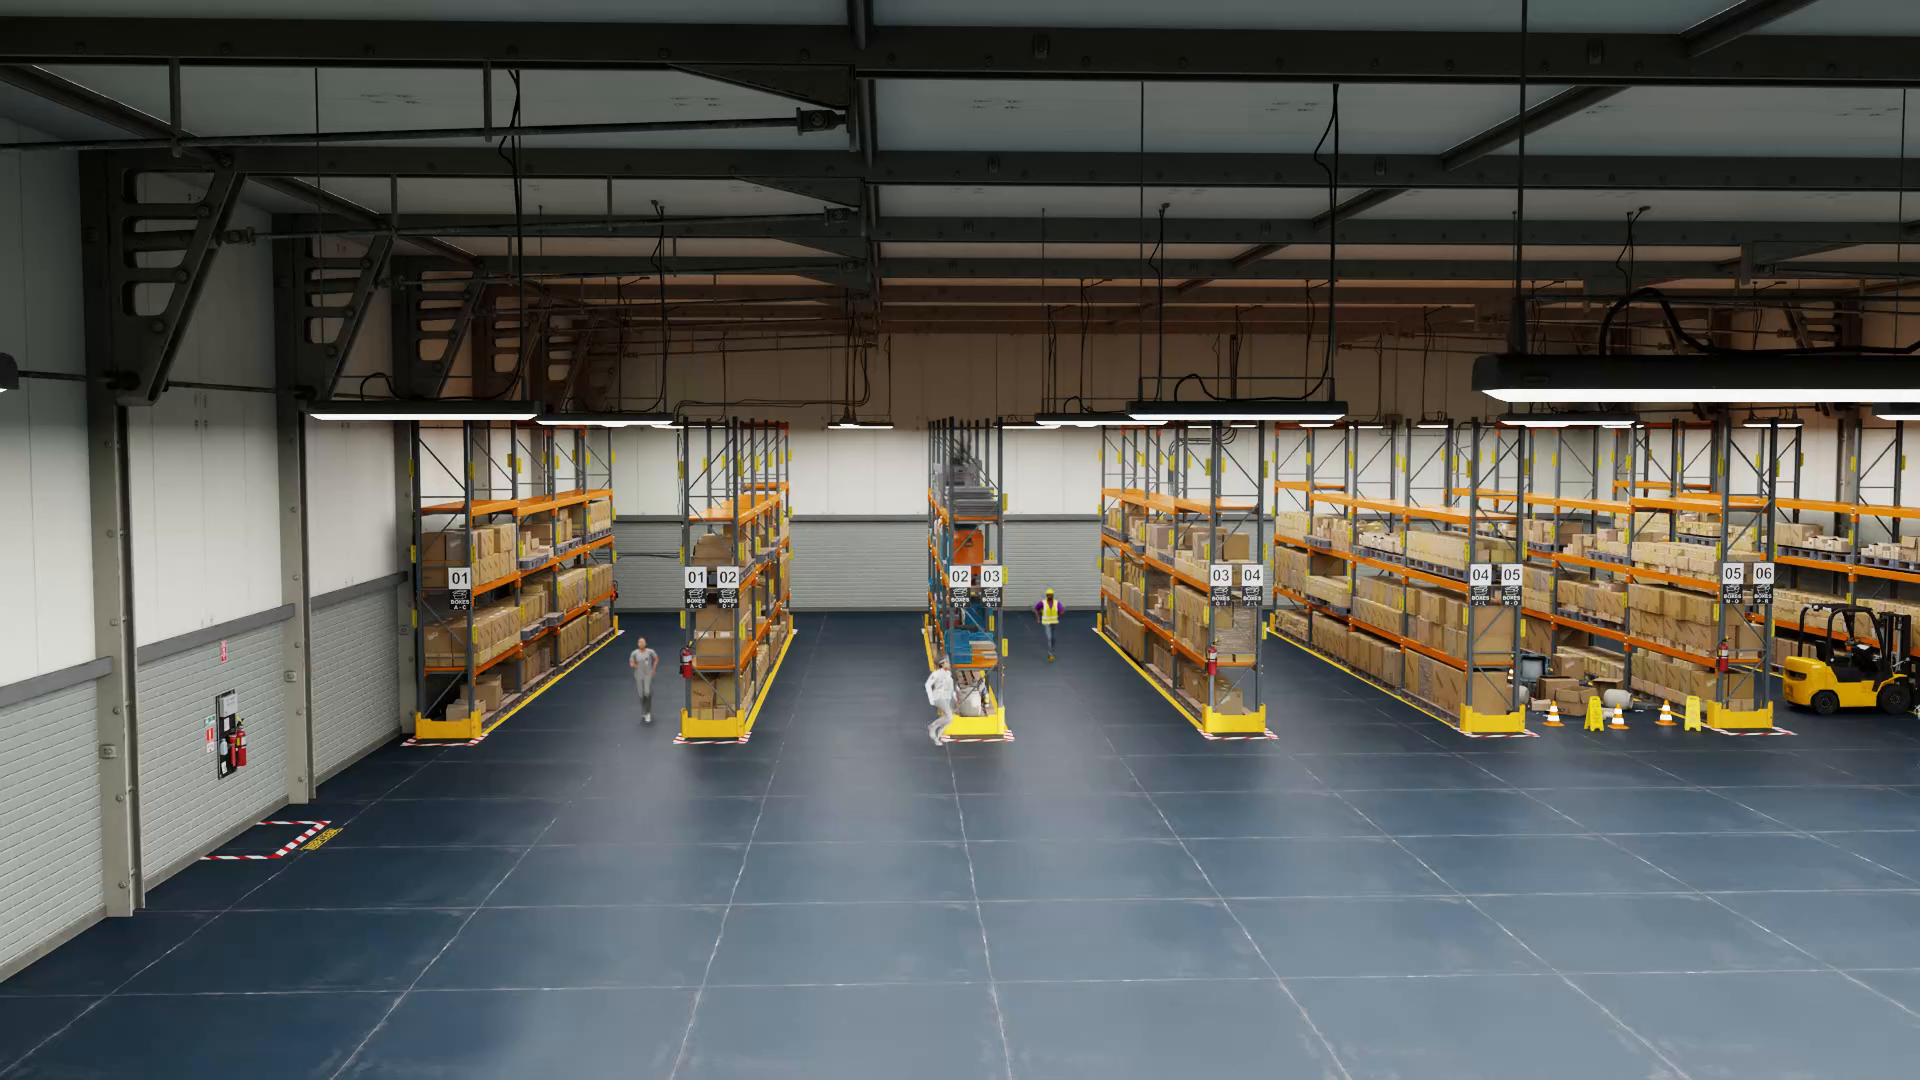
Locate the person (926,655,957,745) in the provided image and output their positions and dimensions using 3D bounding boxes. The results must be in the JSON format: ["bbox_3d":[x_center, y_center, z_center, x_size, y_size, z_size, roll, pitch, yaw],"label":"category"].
[{"bbox_3d":[-0.256,2.923,30.452,0.486,1.620,0.638,3,5,37],"label":"person"}]

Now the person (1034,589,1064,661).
[{"bbox_3d":[2.259,2.102,41.673,0.706,1.745,0.987,-1,4,-13],"label":"person"}]

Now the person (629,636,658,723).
[{"bbox_3d":[-6.257,2.751,32.885,0.542,1.710,0.731,0,4,-2],"label":"person"}]
